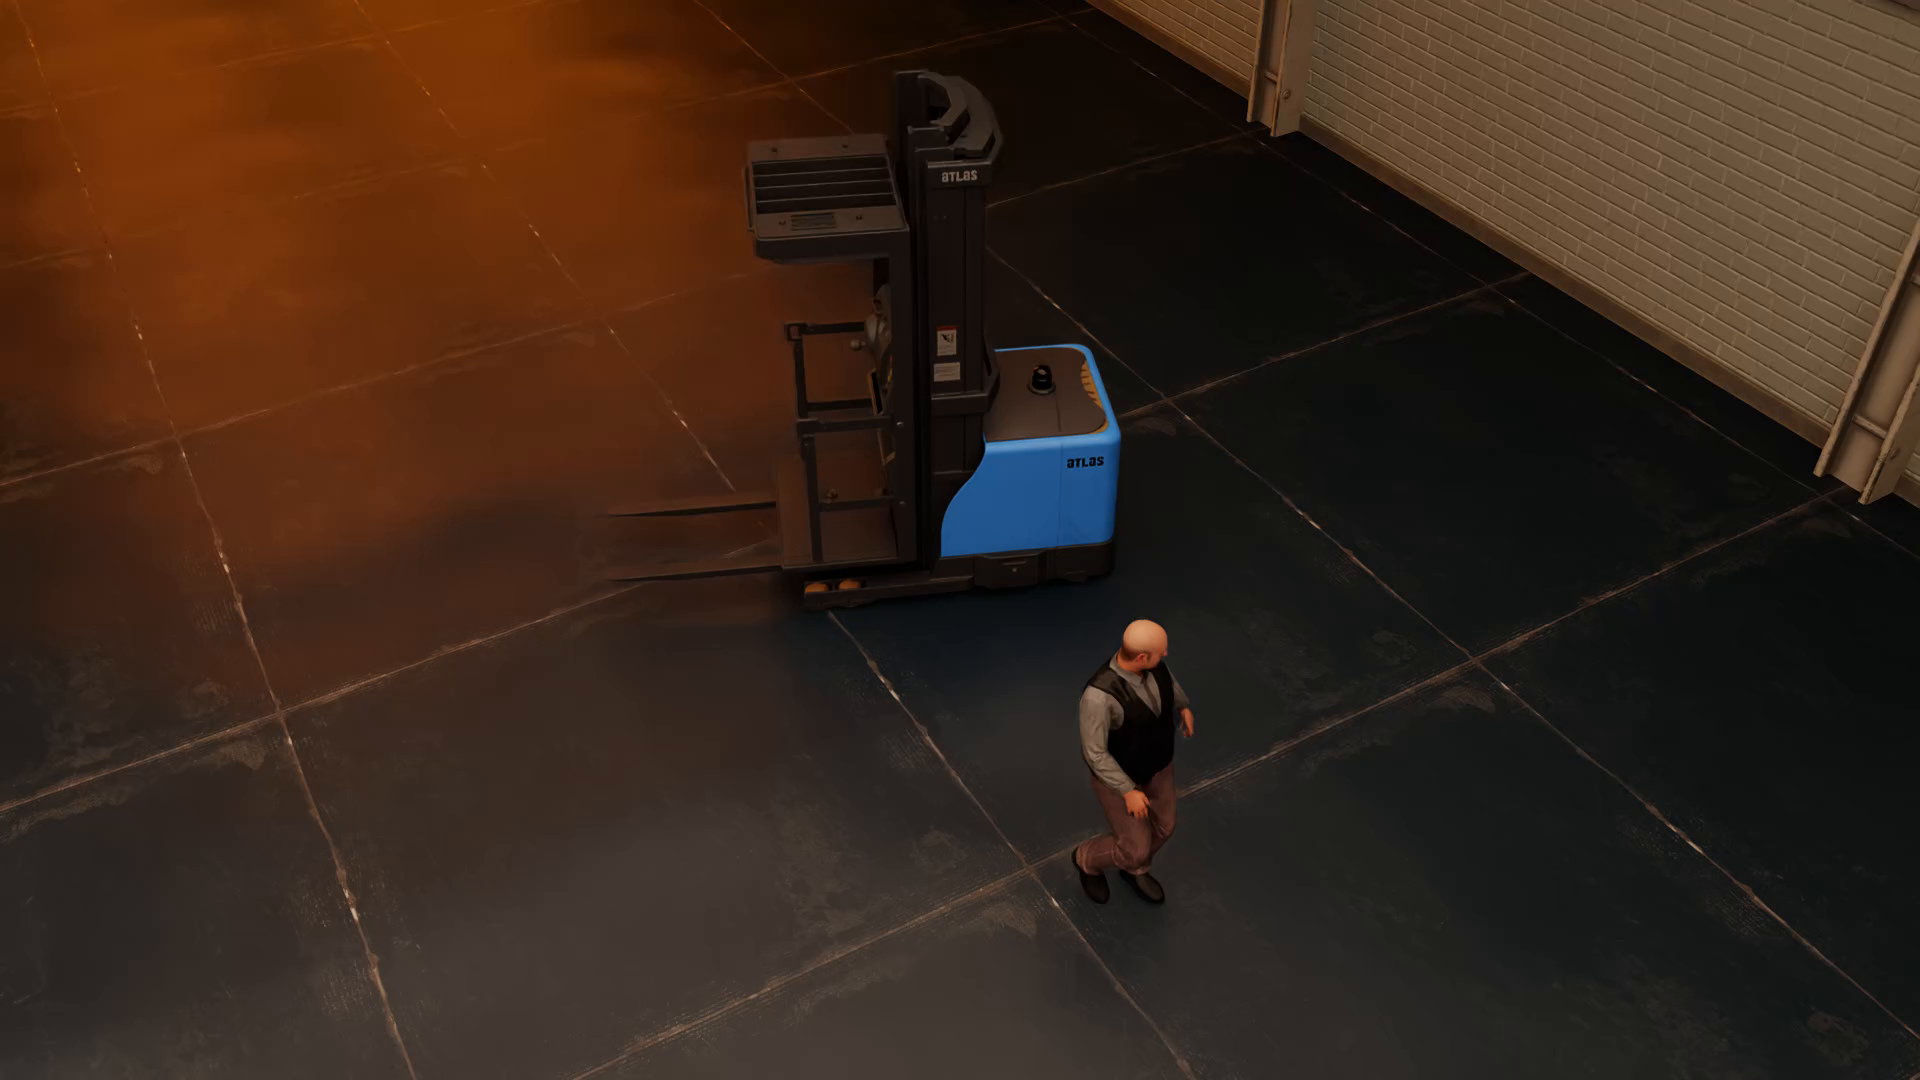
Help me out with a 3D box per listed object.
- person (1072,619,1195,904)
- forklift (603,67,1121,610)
[{"bbox_3d":[0.856,1.011,7.750,0.760,1.627,0.481,-29,48,-31],"label":"person"},{"bbox_3d":[-0.629,-1.073,9.329,3.031,2.935,1.130,-5,40,-6],"label":"forklift"}]
